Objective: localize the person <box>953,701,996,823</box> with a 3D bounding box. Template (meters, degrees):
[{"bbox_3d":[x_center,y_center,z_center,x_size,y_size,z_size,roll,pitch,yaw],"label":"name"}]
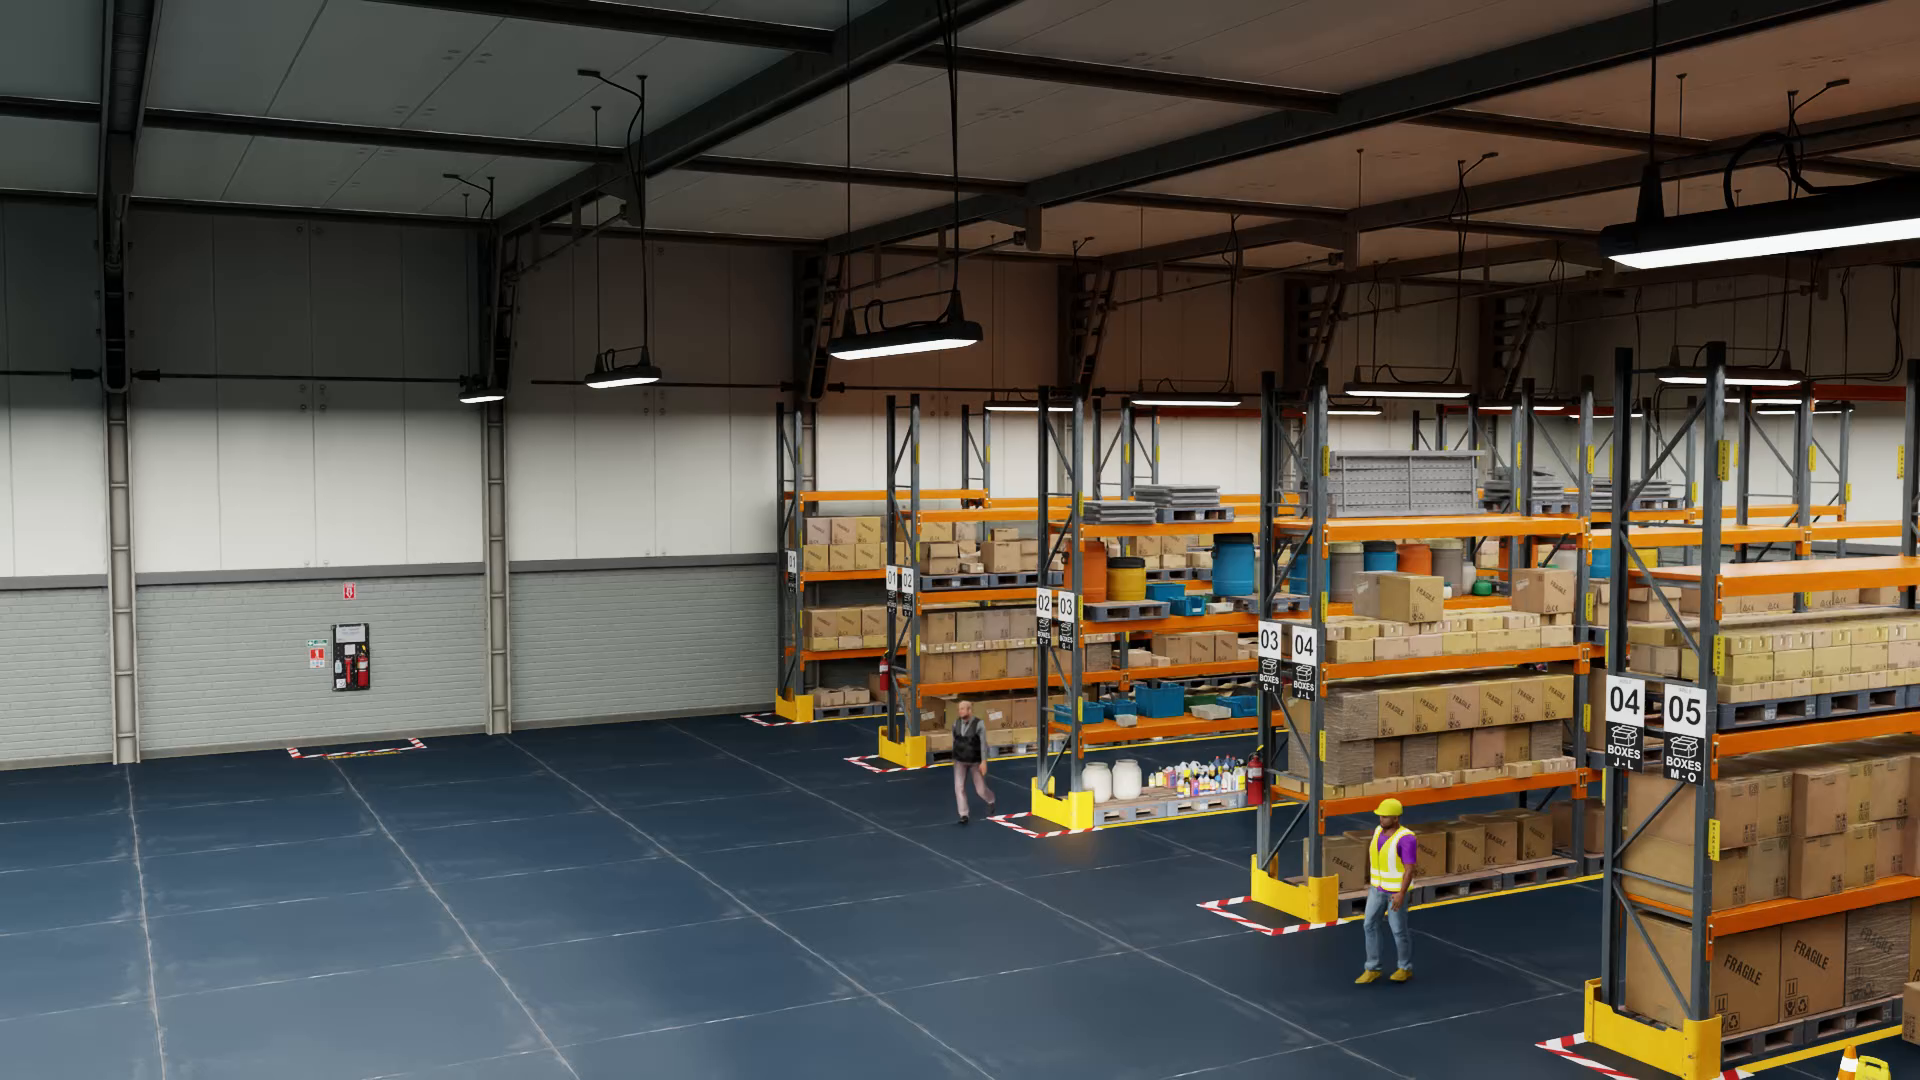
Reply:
[{"bbox_3d":[0.140,3.042,22.948,0.543,1.660,0.937,1,3,18],"label":"person"}]

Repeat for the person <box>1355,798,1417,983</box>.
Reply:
[{"bbox_3d":[4.123,3.388,16.000,0.572,1.815,0.612,-2,4,-30],"label":"person"}]
